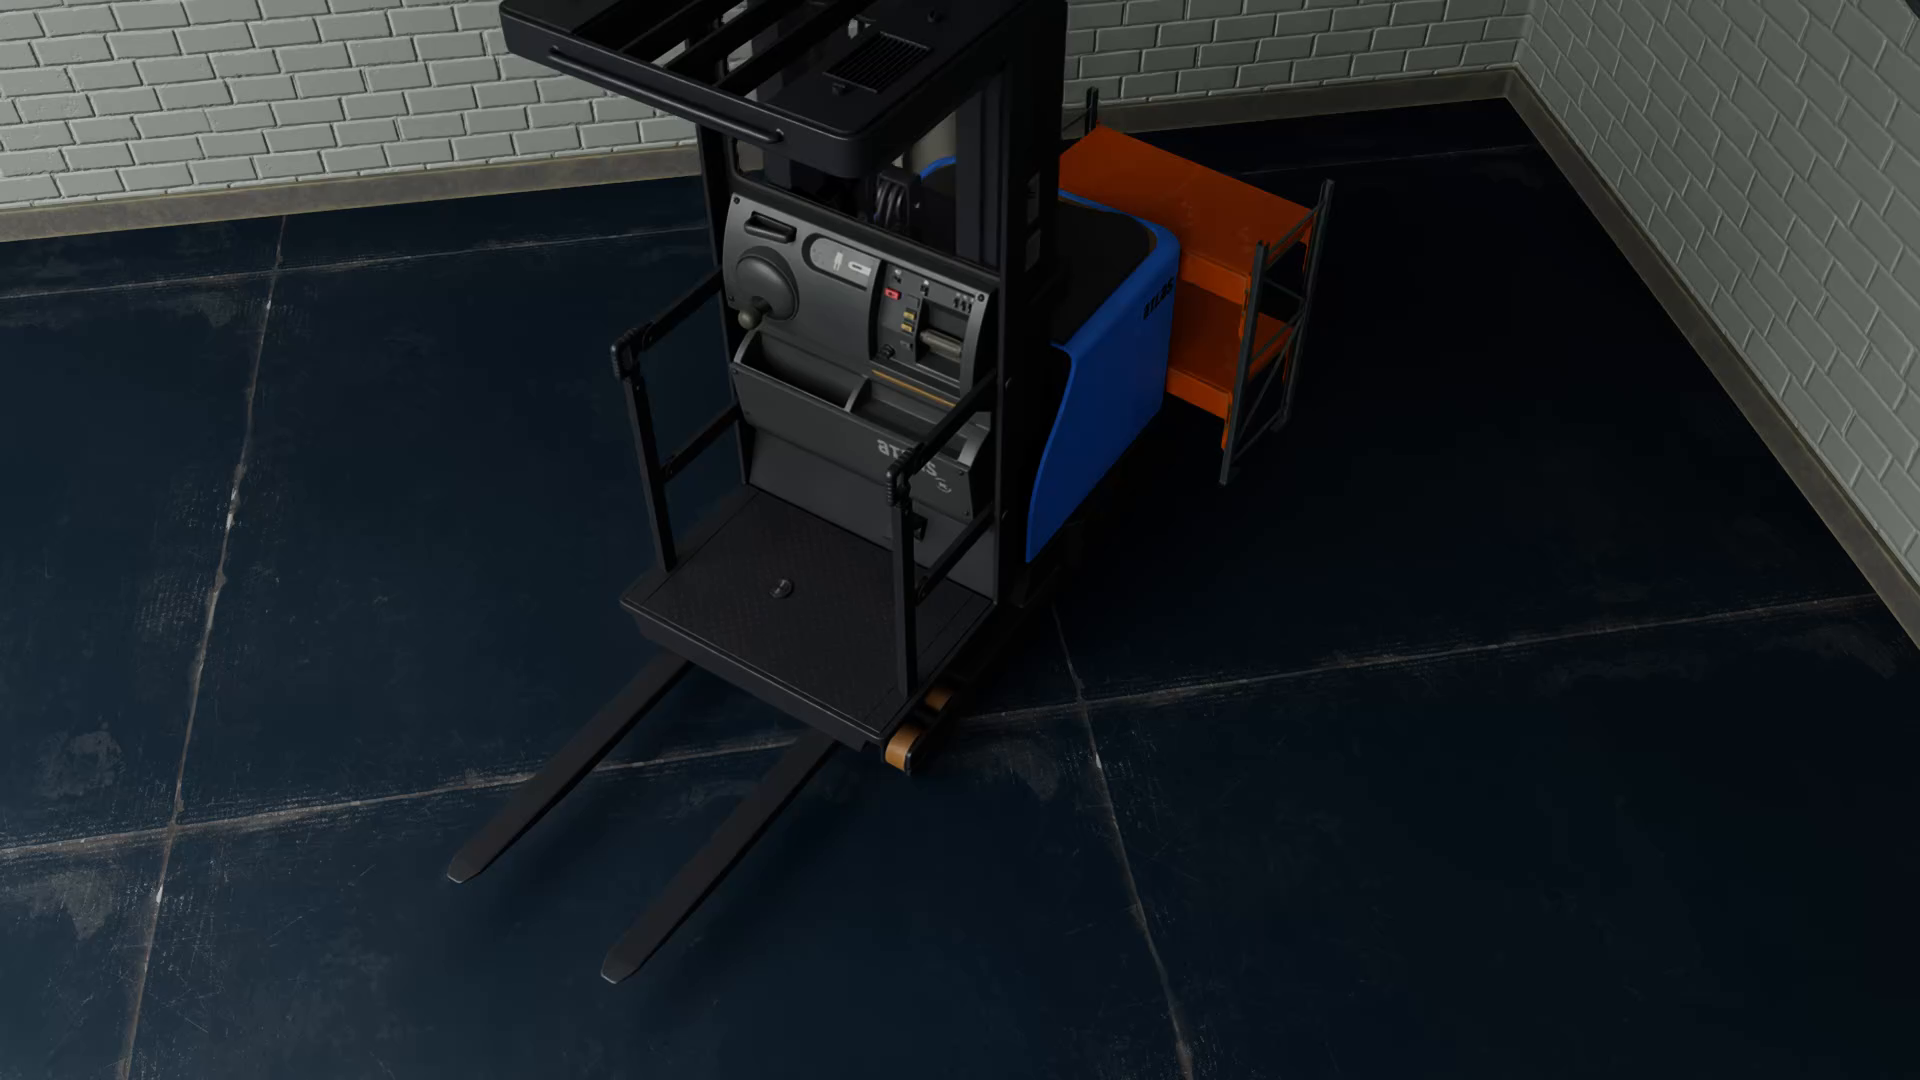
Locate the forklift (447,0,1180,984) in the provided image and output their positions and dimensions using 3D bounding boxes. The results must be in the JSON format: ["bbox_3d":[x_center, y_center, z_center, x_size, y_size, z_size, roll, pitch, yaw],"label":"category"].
[{"bbox_3d":[-0.437,-0.645,4.836,1.130,2.935,3.031,25,51,22],"label":"forklift"}]

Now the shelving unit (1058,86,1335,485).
[{"bbox_3d":[0.769,-0.974,6.408,1.048,1.125,0.538,29,53,25],"label":"shelving unit"}]

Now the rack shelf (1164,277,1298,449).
[{"bbox_3d":[0.769,-0.805,6.584,1.000,0.278,0.538,29,53,25],"label":"rack shelf"}]

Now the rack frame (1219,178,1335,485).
[{"bbox_3d":[1.172,-0.751,6.192,0.032,1.125,0.500,29,53,25],"label":"rack frame"}]

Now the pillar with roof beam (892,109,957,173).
[{"bbox_3d":[0.585,-1.859,1.792,0.400,9.000,9.100,-7,46,-7],"label":"pillar with roof beam"}]

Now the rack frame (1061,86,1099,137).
[{"bbox_3d":[0.366,-1.198,6.623,0.032,1.125,0.500,29,53,25],"label":"rack frame"}]

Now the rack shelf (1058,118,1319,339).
[{"bbox_3d":[0.769,-1.178,6.197,1.000,0.278,0.538,29,53,25],"label":"rack shelf"}]
